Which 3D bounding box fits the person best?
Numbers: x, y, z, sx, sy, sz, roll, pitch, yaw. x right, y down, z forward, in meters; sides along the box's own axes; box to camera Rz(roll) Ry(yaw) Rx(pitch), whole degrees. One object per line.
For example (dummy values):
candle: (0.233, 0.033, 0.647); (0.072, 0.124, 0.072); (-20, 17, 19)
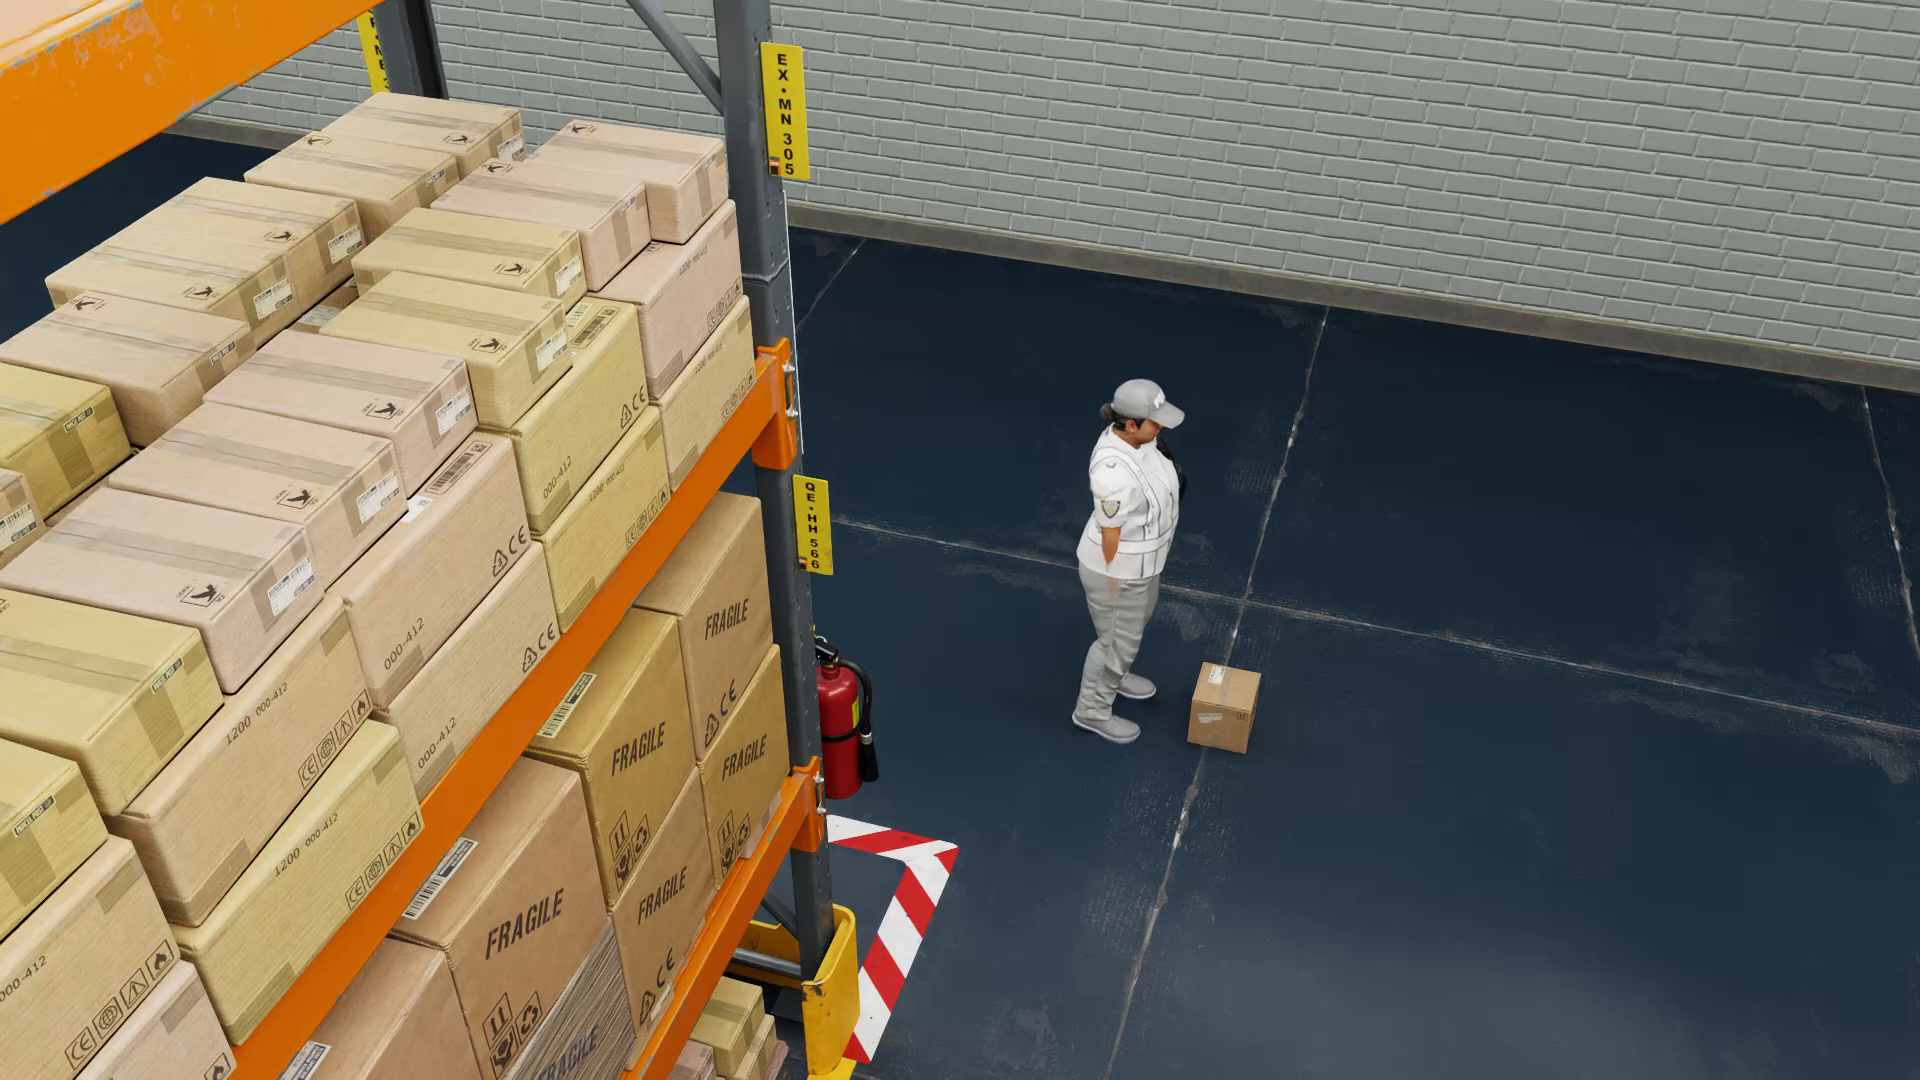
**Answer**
person: (0.687, 0.065, 6.815); (0.390, 1.664, 0.469); (12, 39, 15)
